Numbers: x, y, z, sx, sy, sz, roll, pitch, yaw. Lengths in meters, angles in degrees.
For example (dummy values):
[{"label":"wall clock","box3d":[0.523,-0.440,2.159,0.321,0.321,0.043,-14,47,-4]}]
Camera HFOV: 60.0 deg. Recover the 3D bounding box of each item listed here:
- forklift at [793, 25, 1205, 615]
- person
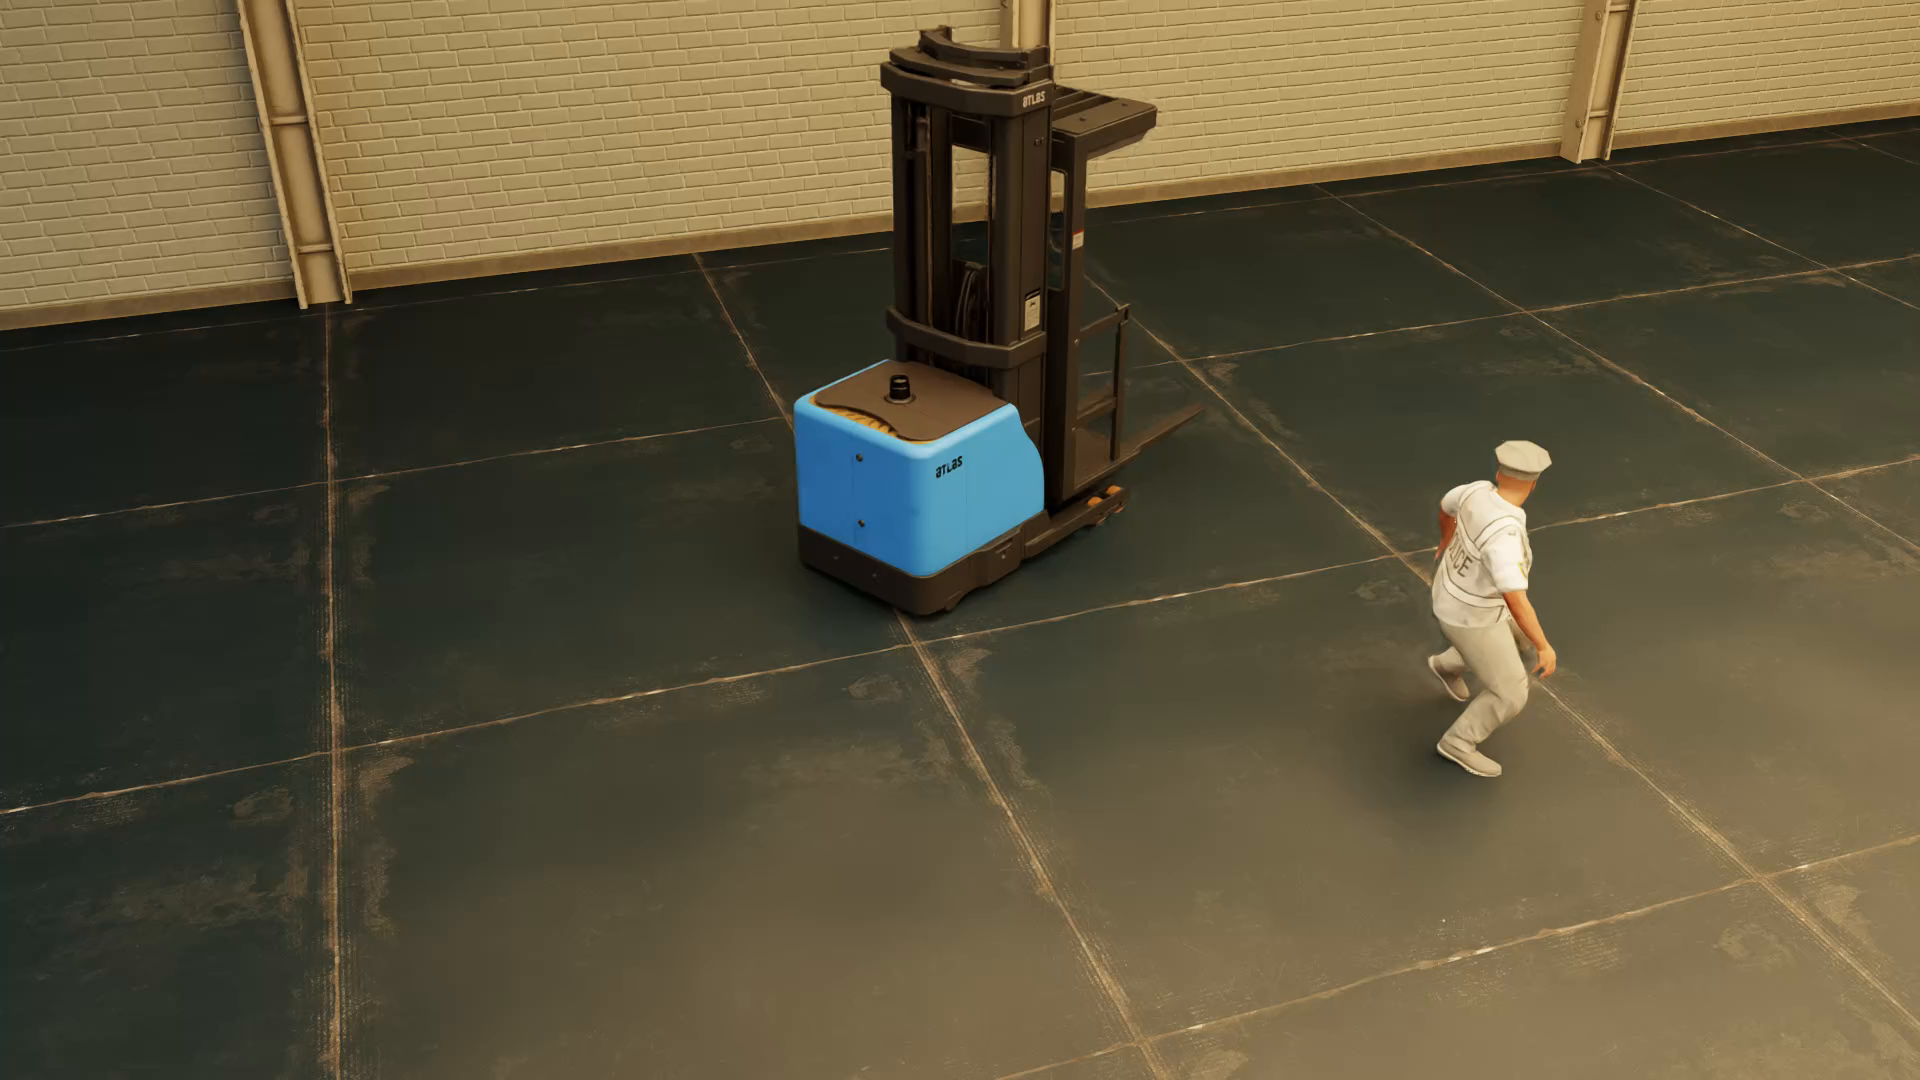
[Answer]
[{"label":"forklift","box3d":[0.399,-1.515,9.719,1.130,2.935,3.031,23,37,35]},{"label":"person","box3d":[2.525,0.289,7.909,0.562,1.646,0.857,7,31,11]}]
